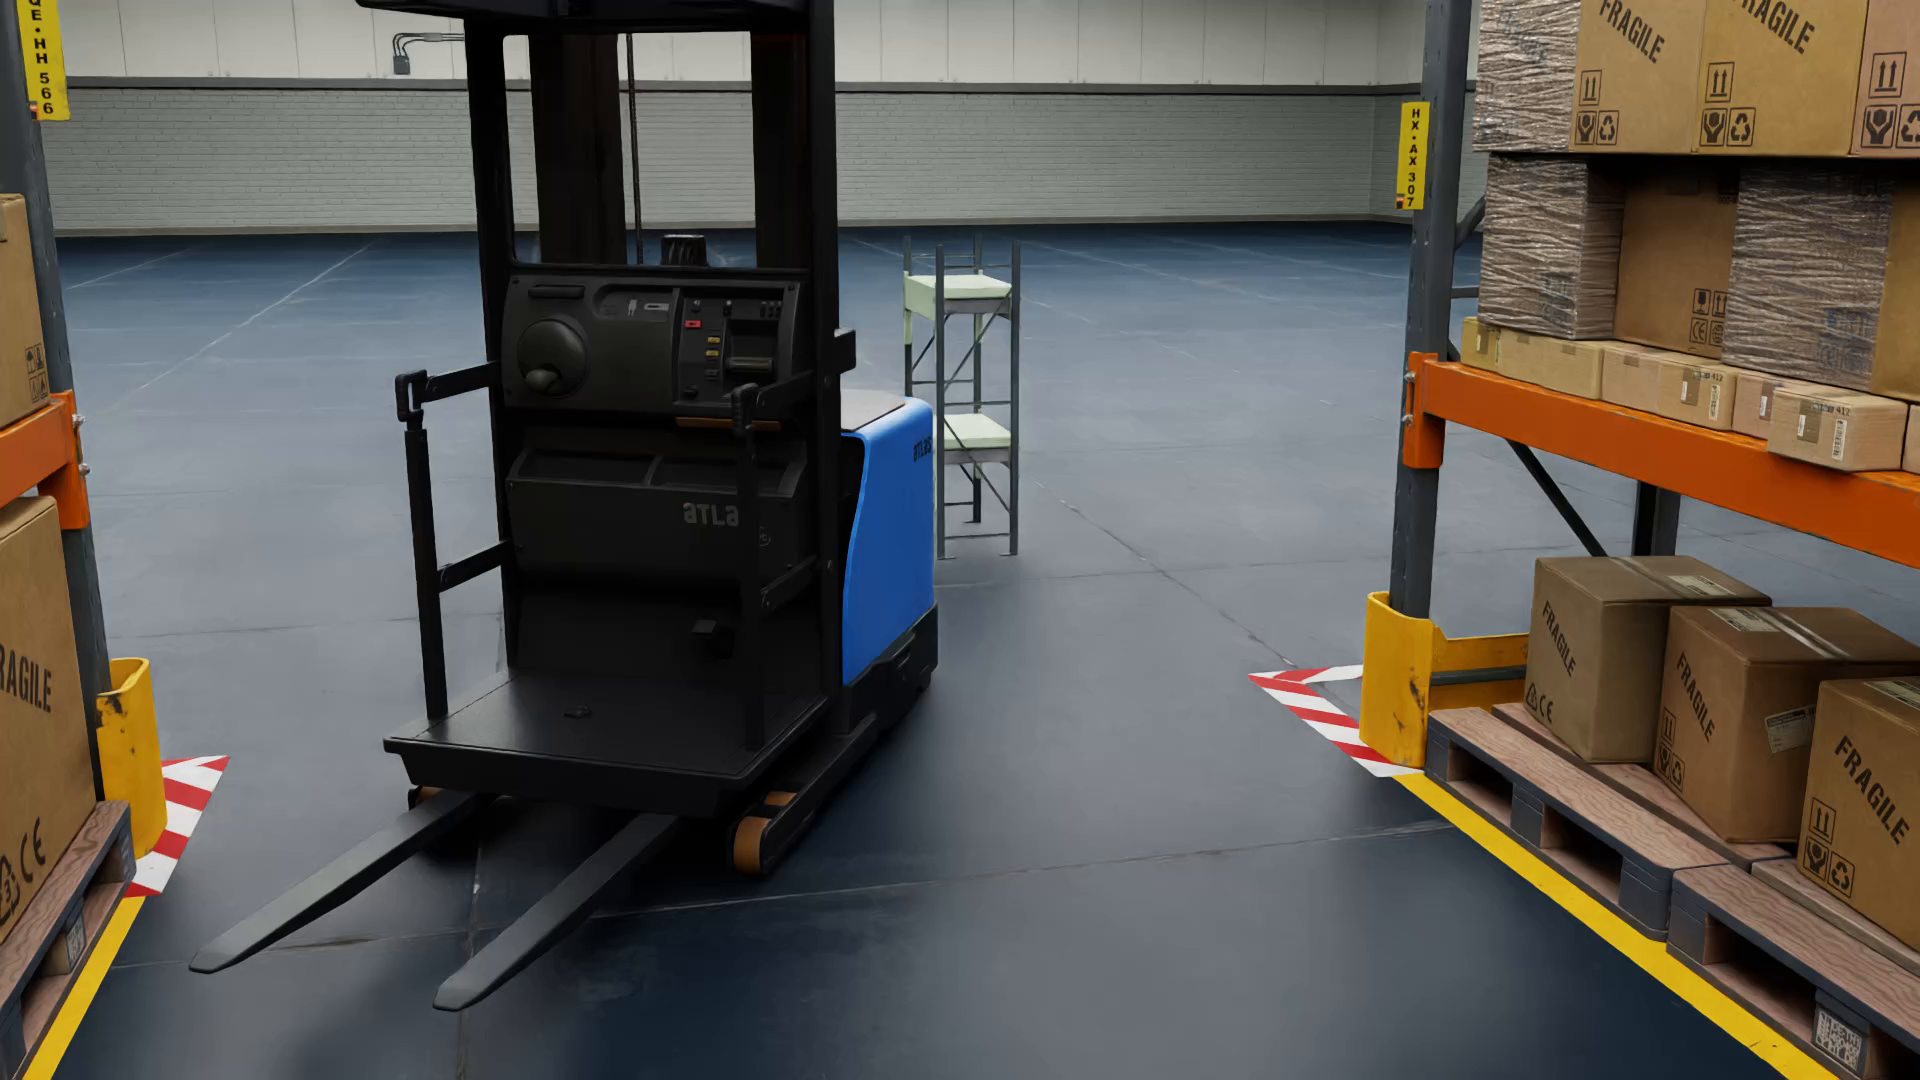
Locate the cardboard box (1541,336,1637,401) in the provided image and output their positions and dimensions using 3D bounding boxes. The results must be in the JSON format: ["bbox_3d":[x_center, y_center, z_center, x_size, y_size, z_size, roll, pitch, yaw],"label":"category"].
[{"bbox_3d":[1.857,-0.485,4.622,0.380,0.149,0.250,-3,14,-13],"label":"cardboard box"}]

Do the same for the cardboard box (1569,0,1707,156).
[{"bbox_3d":[1.912,-1.225,4.175,0.500,0.500,0.500,-3,14,-13],"label":"cardboard box"}]

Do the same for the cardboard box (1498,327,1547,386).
[{"bbox_3d":[1.813,-0.544,4.862,0.380,0.149,0.250,-3,14,-13],"label":"cardboard box"}]

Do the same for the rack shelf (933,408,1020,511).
[{"bbox_3d":[-0.002,-0.413,8.333,0.431,0.370,0.720,-3,14,-13],"label":"rack shelf"}]

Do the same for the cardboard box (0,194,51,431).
[{"bbox_3d":[-2.776,-0.540,4.002,0.875,0.550,0.550,-3,14,-13],"label":"cardboard box"}]

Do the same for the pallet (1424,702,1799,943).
[{"bbox_3d":[2.112,0.758,4.880,1.003,0.211,1.213,-3,14,-13],"label":"pallet"}]

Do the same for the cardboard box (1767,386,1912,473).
[{"bbox_3d":[2.031,-0.251,3.664,0.380,0.149,0.250,-3,14,-13],"label":"cardboard box"}]

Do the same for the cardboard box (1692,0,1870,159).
[{"bbox_3d":[2.031,-1.109,3.703,0.500,0.500,0.500,-3,14,-13],"label":"cardboard box"}]

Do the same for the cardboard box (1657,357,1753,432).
[{"bbox_3d":[1.987,-0.371,4.153,0.380,0.149,0.250,-3,14,-13],"label":"cardboard box"}]

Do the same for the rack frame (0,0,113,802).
[{"bbox_3d":[-2.908,-0.550,4.360,1.000,3.000,0.127,-3,14,-13],"label":"rack frame"}]

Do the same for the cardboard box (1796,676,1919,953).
[{"bbox_3d":[2.370,0.633,3.897,0.500,0.500,0.500,-2,14,-8],"label":"cardboard box"}]

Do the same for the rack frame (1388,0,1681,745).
[{"bbox_3d":[1.937,-0.804,5.396,1.000,3.000,0.127,-3,14,-13],"label":"rack frame"}]

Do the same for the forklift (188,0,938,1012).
[{"bbox_3d":[-0.968,-0.593,4.680,1.130,2.935,3.031,4,14,15],"label":"forklift"}]

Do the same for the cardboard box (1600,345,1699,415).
[{"bbox_3d":[1.936,-0.429,4.391,0.380,0.149,0.250,-3,14,-13],"label":"cardboard box"}]

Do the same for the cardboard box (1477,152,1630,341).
[{"bbox_3d":[2.040,-0.868,4.823,0.875,0.500,0.500,-3,14,-13],"label":"cardboard box"}]

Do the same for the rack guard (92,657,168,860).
[{"bbox_3d":[-2.913,0.658,4.679,1.175,0.500,0.348,-3,14,-13],"label":"rack guard"}]

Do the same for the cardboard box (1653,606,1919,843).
[{"bbox_3d":[2.241,0.488,4.493,0.500,0.500,0.500,0,14,2],"label":"cardboard box"}]

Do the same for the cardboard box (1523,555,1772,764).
[{"bbox_3d":[2.068,0.352,5.049,0.500,0.500,0.500,-1,14,-3],"label":"cardboard box"}]

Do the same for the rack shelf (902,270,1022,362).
[{"bbox_3d":[-0.002,-1.109,8.163,0.431,0.370,0.720,-3,14,-13],"label":"rack shelf"}]

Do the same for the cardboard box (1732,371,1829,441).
[{"bbox_3d":[2.073,-0.315,3.924,0.380,0.149,0.250,-3,14,-13],"label":"cardboard box"}]

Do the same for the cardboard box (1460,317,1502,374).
[{"bbox_3d":[1.773,-0.603,5.102,0.380,0.149,0.250,-3,14,-13],"label":"cardboard box"}]

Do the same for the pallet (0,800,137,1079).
[{"bbox_3d":[-2.644,0.984,3.954,1.003,0.211,1.213,-3,14,-13],"label":"pallet"}]

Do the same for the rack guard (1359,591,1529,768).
[{"bbox_3d":[1.955,0.428,5.621,1.175,0.500,0.348,-3,14,-13],"label":"rack guard"}]

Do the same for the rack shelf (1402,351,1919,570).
[{"bbox_3d":[2.407,0.007,3.593,1.077,0.370,4.000,-3,14,-13],"label":"rack shelf"}]

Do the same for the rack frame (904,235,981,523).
[{"bbox_3d":[-0.088,-0.815,8.601,0.400,1.500,0.023,-3,14,-13],"label":"rack frame"}]

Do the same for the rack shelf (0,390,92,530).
[{"bbox_3d":[-2.438,0.260,2.557,1.077,0.370,4.000,-3,14,-13],"label":"rack shelf"}]

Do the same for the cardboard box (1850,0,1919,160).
[{"bbox_3d":[2.154,-0.994,3.232,0.500,0.500,0.500,-3,14,-13],"label":"cardboard box"}]

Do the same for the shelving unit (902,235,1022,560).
[{"bbox_3d":[-0.002,-0.730,8.255,0.431,1.500,0.755,-3,14,-13],"label":"shelving unit"}]

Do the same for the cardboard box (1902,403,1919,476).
[{"bbox_3d":[2.218,-0.201,3.458,0.380,0.149,0.250,-3,14,-13],"label":"cardboard box"}]

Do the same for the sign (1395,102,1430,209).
[{"bbox_3d":[1.410,-1.194,5.169,0.100,0.325,0.005,-3,14,-13],"label":"sign"}]

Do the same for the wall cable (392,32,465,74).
[{"bbox_3d":[-10.453,-12.529,33.583,2.305,6.003,0.169,-3,14,-13],"label":"wall cable"}]

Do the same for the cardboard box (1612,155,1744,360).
[{"bbox_3d":[2.274,-0.760,4.378,0.875,0.500,0.500,-3,14,-13],"label":"cardboard box"}]

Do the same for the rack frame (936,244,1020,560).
[{"bbox_3d":[0.084,-0.646,7.910,0.400,1.500,0.023,-3,14,-13],"label":"rack frame"}]

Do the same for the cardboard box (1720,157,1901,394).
[{"bbox_3d":[2.349,-0.642,3.897,0.875,0.500,0.500,-3,14,-13],"label":"cardboard box"}]

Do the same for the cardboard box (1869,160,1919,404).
[{"bbox_3d":[2.455,-0.526,3.422,0.875,0.500,0.500,-3,14,-13],"label":"cardboard box"}]

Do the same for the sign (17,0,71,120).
[{"bbox_3d":[-2.377,-1.255,4.305,0.100,0.325,0.005,-3,14,-13],"label":"sign"}]

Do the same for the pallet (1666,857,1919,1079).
[{"bbox_3d":[2.395,1.039,3.730,1.003,0.211,1.213,-3,14,-13],"label":"pallet"}]

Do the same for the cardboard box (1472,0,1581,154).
[{"bbox_3d":[1.802,-1.340,4.649,0.500,0.500,0.500,-3,14,-13],"label":"cardboard box"}]

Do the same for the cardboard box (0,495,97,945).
[{"bbox_3d":[-2.684,0.430,3.937,0.875,0.875,0.875,-3,14,-13],"label":"cardboard box"}]
